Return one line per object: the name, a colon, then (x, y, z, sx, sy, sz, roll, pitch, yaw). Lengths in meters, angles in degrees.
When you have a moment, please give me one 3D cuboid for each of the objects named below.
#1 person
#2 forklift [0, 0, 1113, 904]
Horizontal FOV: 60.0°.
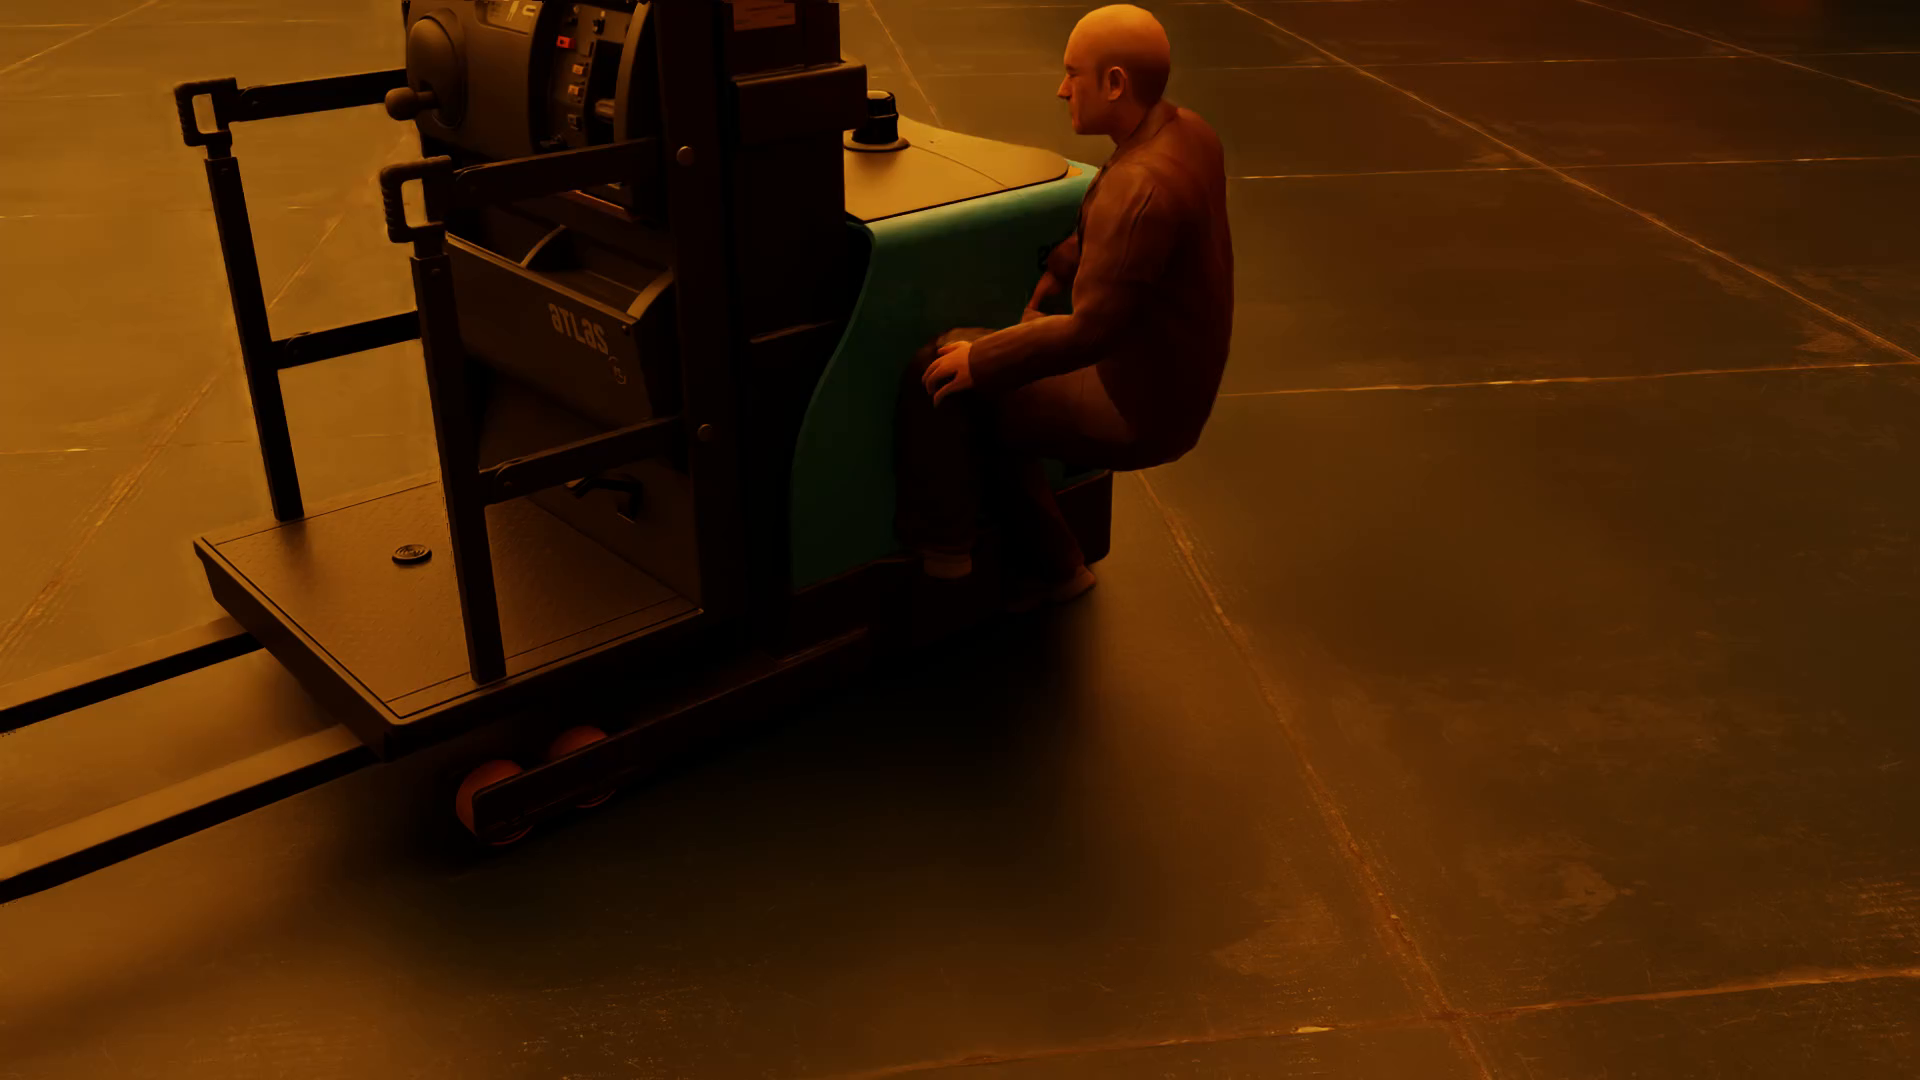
person: (0.127, -0.367, 3.626, 0.904, 1.557, 0.862, 4, 26, 9)
forklift: (-1.042, -0.966, 3.233, 3.031, 2.935, 1.130, -21, 33, -37)
